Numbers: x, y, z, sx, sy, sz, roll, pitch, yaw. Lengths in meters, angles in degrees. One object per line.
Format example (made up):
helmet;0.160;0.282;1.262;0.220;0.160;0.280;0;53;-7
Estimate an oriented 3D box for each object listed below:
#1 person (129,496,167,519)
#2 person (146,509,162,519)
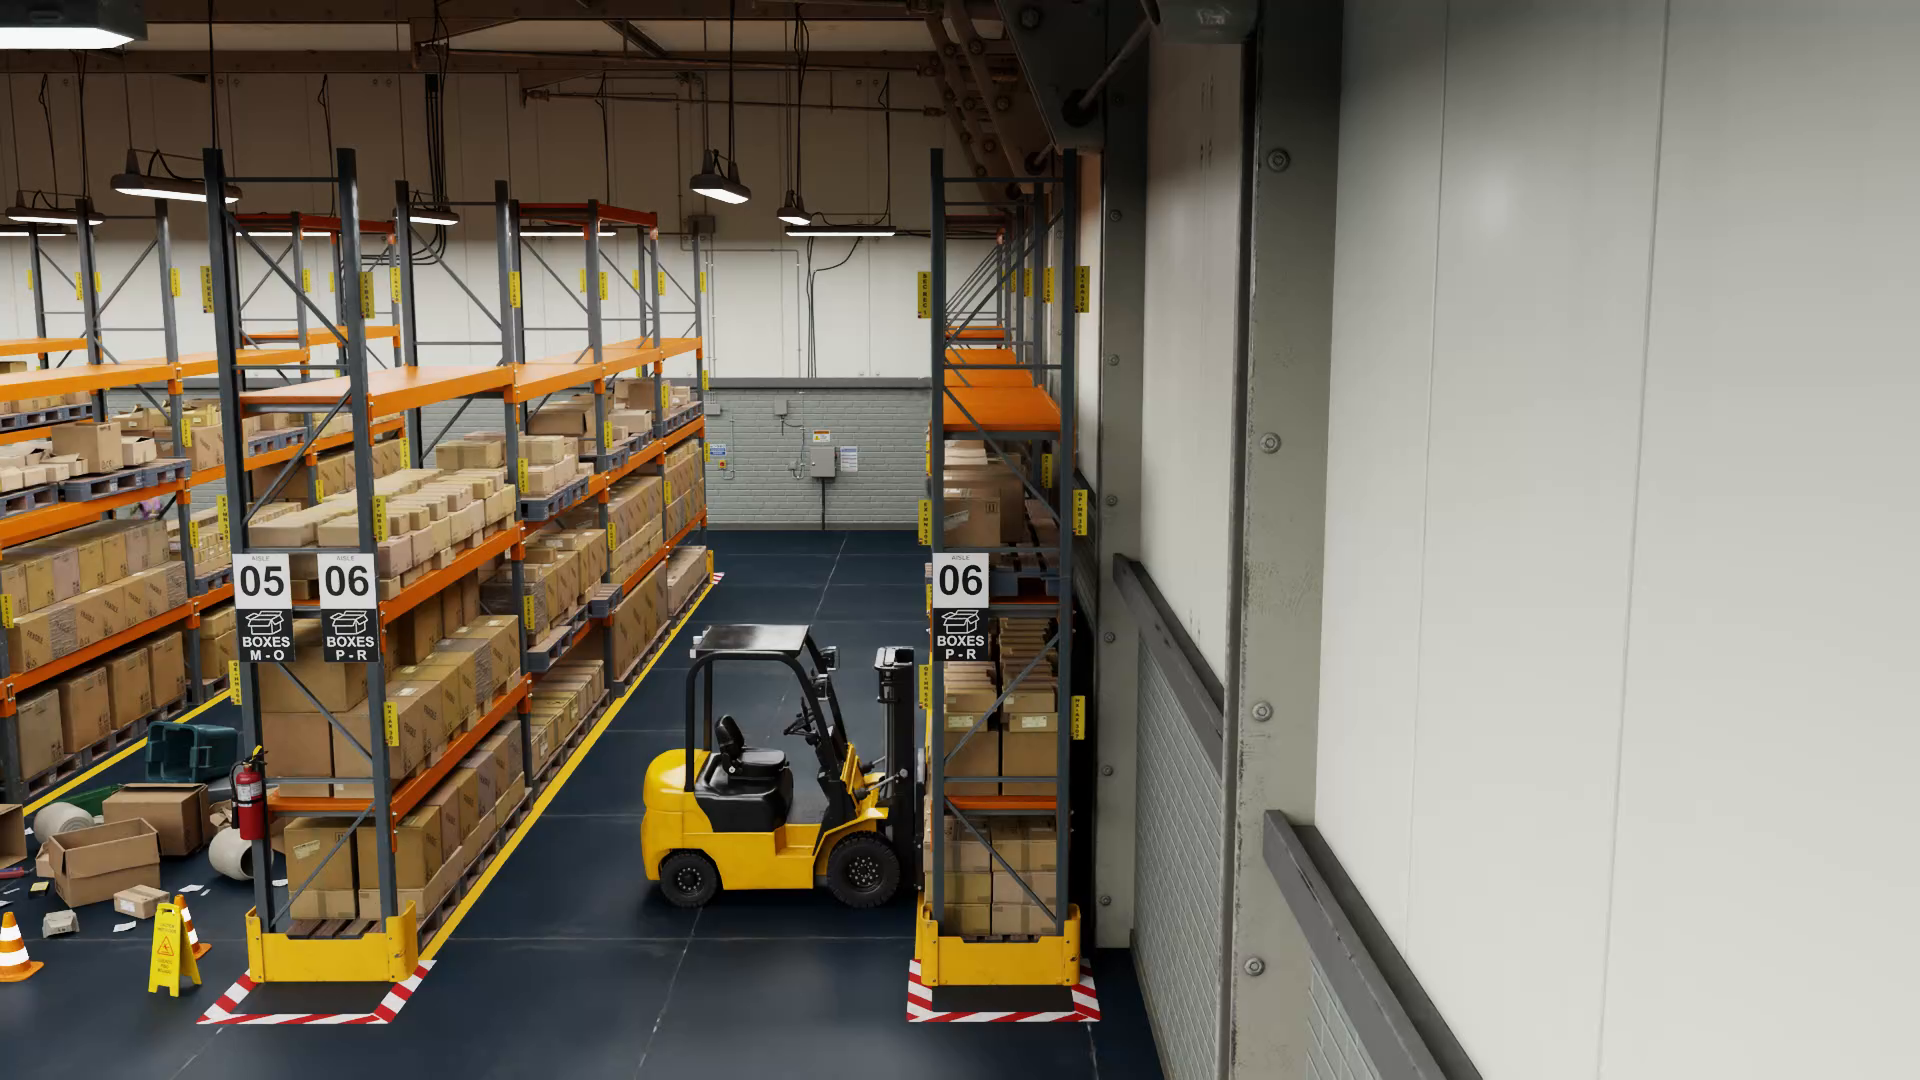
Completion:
person;-13.971;-0.193;28.767;0.634;1.580;0.544;6;11;31
person;-12.128;0.332;25.234;0.604;1.666;0.764;-1;9;-6
